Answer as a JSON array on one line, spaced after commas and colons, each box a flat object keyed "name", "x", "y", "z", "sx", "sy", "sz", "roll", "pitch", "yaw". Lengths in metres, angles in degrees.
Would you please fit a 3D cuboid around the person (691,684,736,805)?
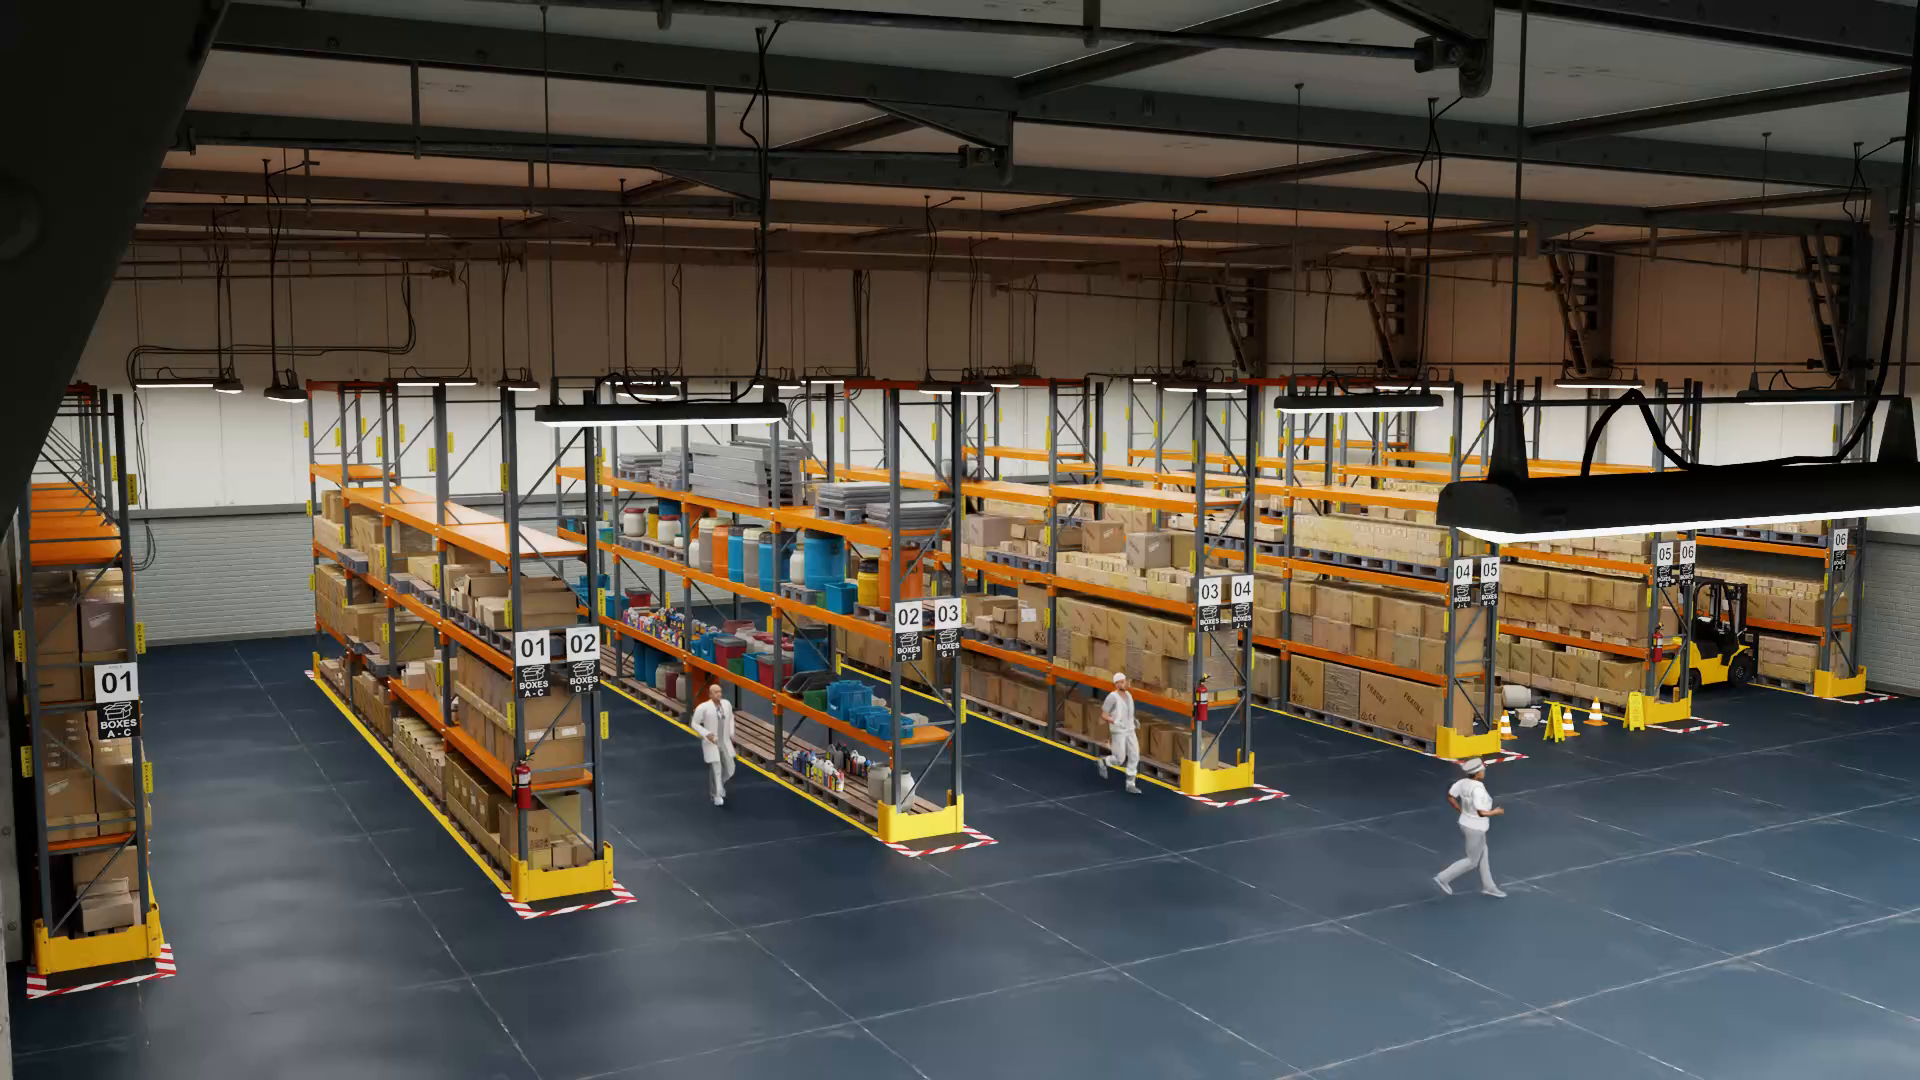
[{"name": "person", "x": -3.500, "y": 2.930, "z": 23.856, "sx": 0.716, "sy": 1.743, "sz": 0.630, "roll": -4, "pitch": 7, "yaw": -33}]

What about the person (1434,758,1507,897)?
[{"name": "person", "x": 6.024, "y": 3.397, "z": 19.551, "sx": 0.923, "sy": 1.699, "sz": 0.579, "roll": -1, "pitch": 6, "yaw": -5}]

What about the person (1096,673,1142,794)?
[{"name": "person", "x": 2.396, "y": 2.839, "z": 24.607, "sx": 0.658, "sy": 1.751, "sz": 0.871, "roll": -4, "pitch": 7, "yaw": -36}]
